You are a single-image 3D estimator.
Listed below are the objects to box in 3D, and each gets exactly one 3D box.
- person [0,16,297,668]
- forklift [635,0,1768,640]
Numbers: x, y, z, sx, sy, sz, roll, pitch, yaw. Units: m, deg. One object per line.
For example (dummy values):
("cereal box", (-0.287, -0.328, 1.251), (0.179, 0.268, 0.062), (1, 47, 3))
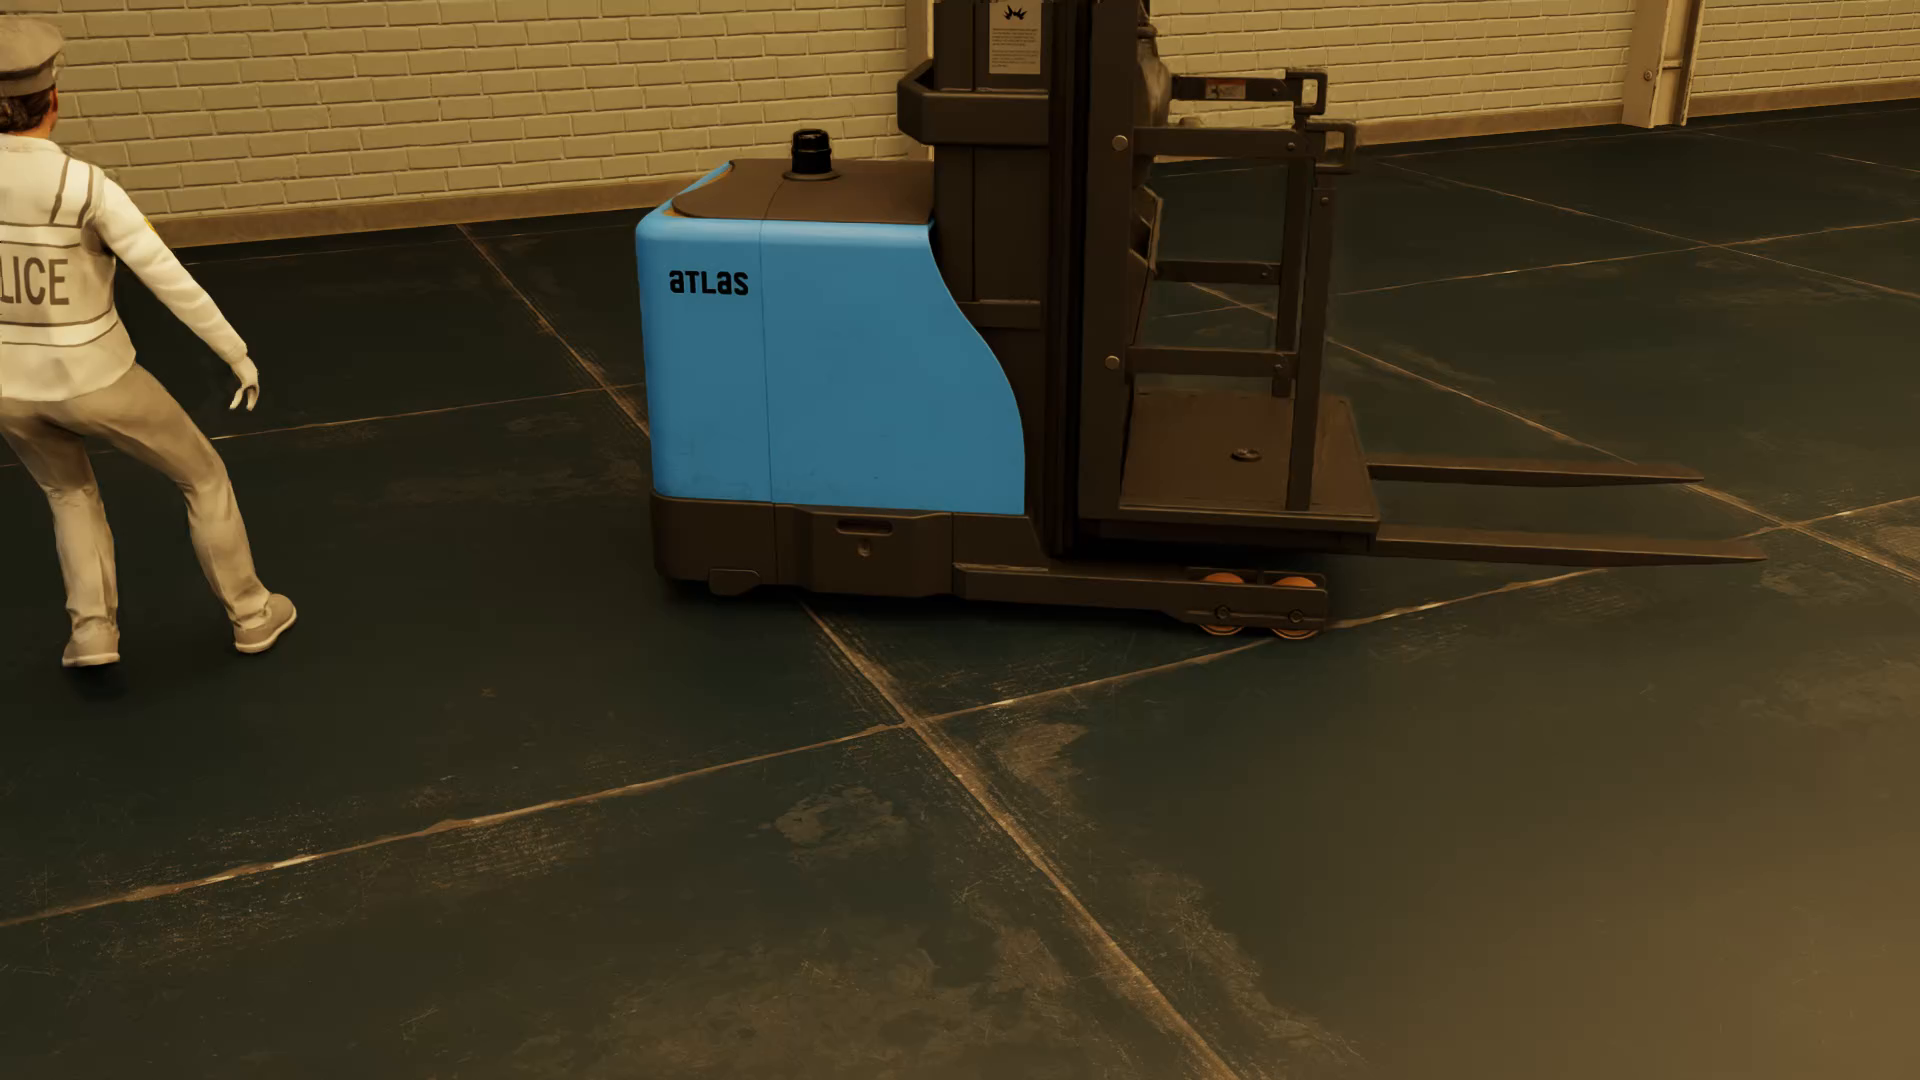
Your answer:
("person", (-2.085, -0.440, 4.050), (0.682, 1.613, 0.558), (-2, 23, -4))
("forklift", (0.689, -1.303, 4.422), (3.031, 2.935, 1.130), (3, 23, 7))
